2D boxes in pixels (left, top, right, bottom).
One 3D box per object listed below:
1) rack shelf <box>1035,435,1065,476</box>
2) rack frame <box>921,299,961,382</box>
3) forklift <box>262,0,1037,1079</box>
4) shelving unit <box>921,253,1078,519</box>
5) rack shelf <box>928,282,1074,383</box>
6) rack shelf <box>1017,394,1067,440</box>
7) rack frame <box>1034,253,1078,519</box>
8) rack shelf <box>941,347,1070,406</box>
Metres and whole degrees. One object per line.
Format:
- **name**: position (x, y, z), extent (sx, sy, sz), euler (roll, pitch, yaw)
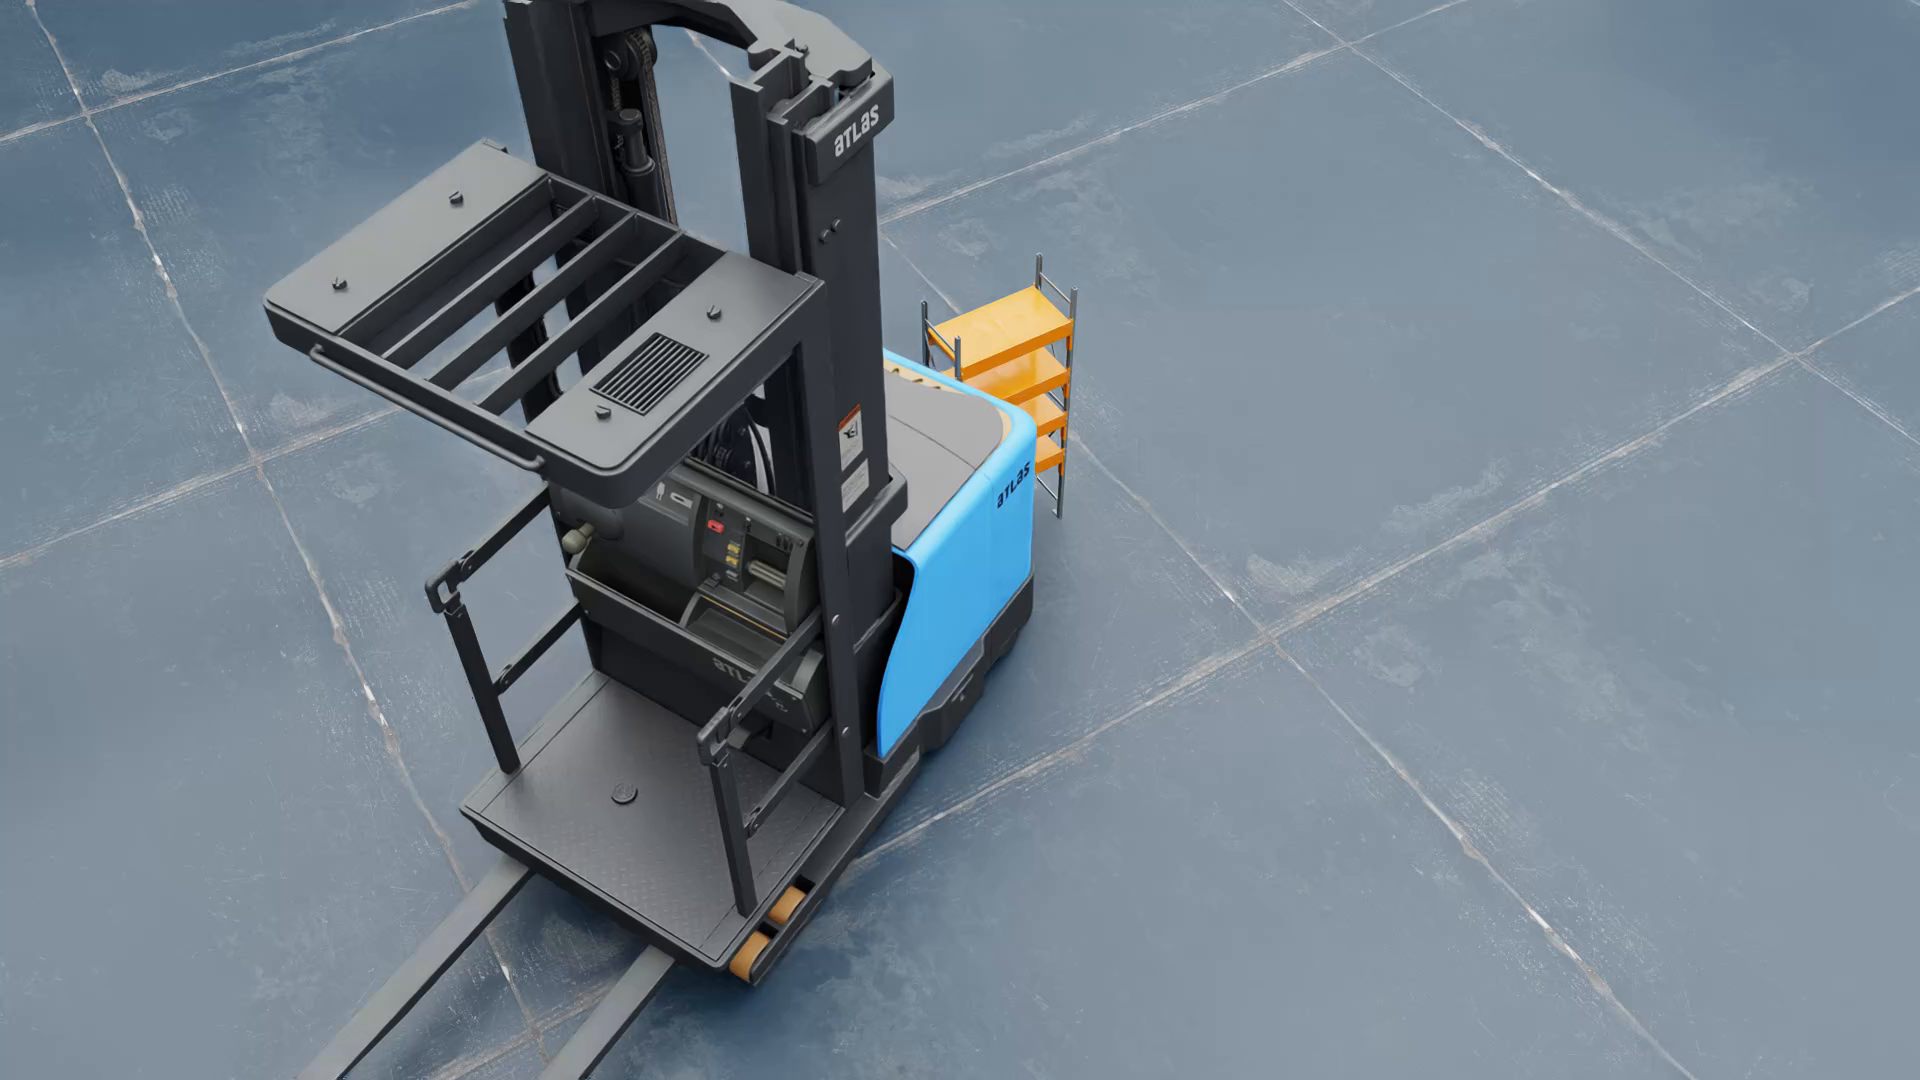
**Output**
- **rack shelf**: position (0.140, -0.288, 6.504), extent (0.480, 0.148, 0.258), euler (-25, 53, -21)
- **rack frame**: position (-0.066, -0.368, 6.219), extent (0.015, 1.200, 0.240), euler (-25, 53, -21)
- **forklift**: position (-0.937, 0.052, 4.686), extent (1.130, 2.935, 3.031), euler (25, 53, 21)
- **shelving unit**: position (0.140, -0.465, 6.306), extent (0.503, 1.200, 0.258), euler (-25, 53, -21)
- **rack shelf**: position (0.140, -0.726, 6.013), extent (0.480, 0.148, 0.258), euler (-25, 53, -21)
- **rack shelf**: position (0.140, -0.420, 6.356), extent (0.480, 0.148, 0.258), euler (-25, 53, -21)
- **rack frame**: position (0.346, -0.562, 6.393), extent (0.015, 1.200, 0.240), euler (-25, 53, -21)
- **rack shelf**: position (0.140, -0.569, 6.189), extent (0.480, 0.148, 0.258), euler (-25, 53, -21)
